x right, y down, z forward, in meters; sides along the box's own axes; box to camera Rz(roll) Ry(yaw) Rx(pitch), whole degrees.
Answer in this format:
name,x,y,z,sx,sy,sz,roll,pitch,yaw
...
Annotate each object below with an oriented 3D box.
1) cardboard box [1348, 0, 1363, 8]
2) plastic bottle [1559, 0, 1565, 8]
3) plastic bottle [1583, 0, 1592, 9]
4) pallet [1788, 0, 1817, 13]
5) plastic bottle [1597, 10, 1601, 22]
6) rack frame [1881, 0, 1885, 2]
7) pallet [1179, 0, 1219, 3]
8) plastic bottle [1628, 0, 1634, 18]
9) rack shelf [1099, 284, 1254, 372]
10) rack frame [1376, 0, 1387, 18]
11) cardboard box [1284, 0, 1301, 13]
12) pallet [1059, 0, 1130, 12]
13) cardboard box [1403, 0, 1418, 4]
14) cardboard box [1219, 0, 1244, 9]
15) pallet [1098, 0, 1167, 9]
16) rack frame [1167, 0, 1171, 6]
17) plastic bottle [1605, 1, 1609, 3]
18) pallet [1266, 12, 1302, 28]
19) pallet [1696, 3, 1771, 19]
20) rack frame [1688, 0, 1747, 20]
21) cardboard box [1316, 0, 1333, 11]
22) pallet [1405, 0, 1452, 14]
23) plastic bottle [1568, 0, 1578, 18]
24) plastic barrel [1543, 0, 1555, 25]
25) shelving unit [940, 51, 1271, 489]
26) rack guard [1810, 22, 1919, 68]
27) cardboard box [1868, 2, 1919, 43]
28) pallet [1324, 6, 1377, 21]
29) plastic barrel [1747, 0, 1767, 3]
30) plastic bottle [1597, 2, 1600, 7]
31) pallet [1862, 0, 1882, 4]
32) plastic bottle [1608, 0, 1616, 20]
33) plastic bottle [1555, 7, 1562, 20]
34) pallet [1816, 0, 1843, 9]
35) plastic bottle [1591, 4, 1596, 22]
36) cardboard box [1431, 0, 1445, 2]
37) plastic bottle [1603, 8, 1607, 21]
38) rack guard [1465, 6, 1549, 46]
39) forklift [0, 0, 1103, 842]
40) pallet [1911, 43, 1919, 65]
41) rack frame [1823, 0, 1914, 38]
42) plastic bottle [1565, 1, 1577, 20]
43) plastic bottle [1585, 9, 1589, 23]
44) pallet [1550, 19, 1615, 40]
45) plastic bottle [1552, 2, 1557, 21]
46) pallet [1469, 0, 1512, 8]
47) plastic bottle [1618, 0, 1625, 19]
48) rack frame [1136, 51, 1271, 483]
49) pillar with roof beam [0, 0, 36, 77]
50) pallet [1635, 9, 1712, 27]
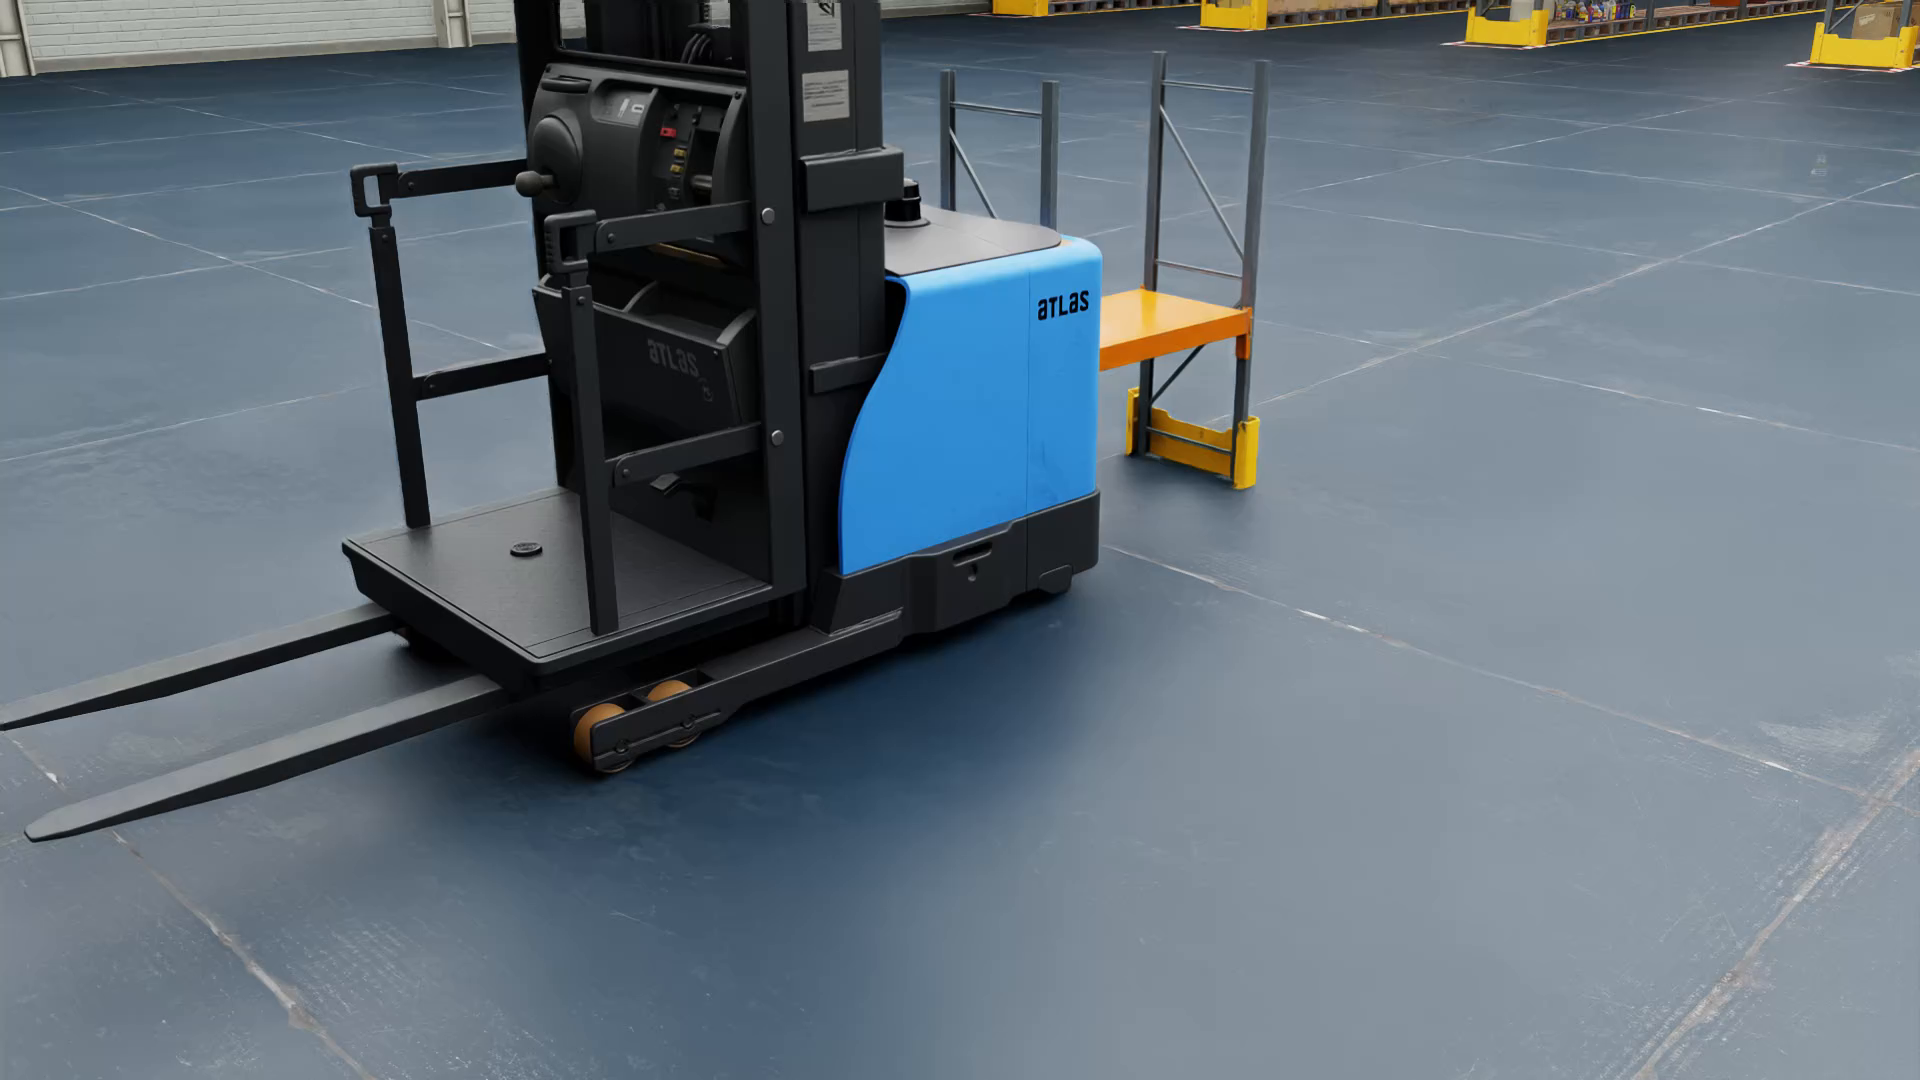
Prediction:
name,x,y,z,sx,sy,sz,roll,pitch,yaw
cardboard box,6.908,-9.734,29.967,0.500,0.250,0.500,19,28,41
plastic bottle,9.689,-8.589,26.818,0.144,0.351,0.185,19,28,40
plastic bottle,10.220,-8.710,27.135,0.144,0.351,0.185,19,28,41
pallet,15.990,-10.448,32.463,1.003,0.211,1.213,19,28,41
plastic bottle,10.053,-8.280,26.222,0.097,0.201,0.097,0,21,0
rack frame,19.349,-12.966,35.127,1.000,3.000,0.127,19,28,41
pallet,5.272,-11.575,35.395,1.003,0.211,1.213,19,28,41
plastic bottle,10.878,-8.612,26.974,0.133,0.283,0.061,-18,28,-39
rack shelf,0.490,-0.681,5.756,1.000,0.185,0.538,-18,28,-39
rack frame,7.431,-11.122,30.330,1.000,3.000,0.127,19,28,41
cardboard box,5.520,-9.218,28.623,0.500,0.250,0.500,19,28,41
pallet,2.585,-10.563,32.761,1.003,0.211,1.213,19,28,41
cardboard box,8.247,-10.207,31.197,0.500,0.250,0.500,-19,28,-41
cardboard box,4.803,-9.218,28.624,0.500,0.250,0.500,19,28,41
pallet,3.436,-10.878,33.581,1.003,0.211,1.213,19,28,41
rack frame,3.879,-12.361,33.553,1.000,3.000,0.127,19,28,41
plastic bottle,10.477,-8.559,26.844,0.152,0.276,0.135,19,28,41
pallet,5.144,-8.999,28.694,1.003,0.211,1.213,19,28,41
pallet,14.288,-9.821,30.832,1.003,0.211,1.213,19,28,41
rack frame,13.768,-10.909,29.777,1.000,3.000,0.127,19,28,41
cardboard box,6.222,-9.474,29.288,0.500,0.250,0.500,19,28,41
pallet,8.768,-10.335,32.168,1.003,0.211,1.213,19,28,41
plastic bottle,9.985,-8.698,27.102,0.144,0.351,0.185,18,27,38
plastic barrel,8.941,-8.205,25.623,0.421,0.512,0.421,0,21,0
shelving unit,0.497,-0.851,5.697,1.083,1.500,0.587,-18,28,-39
rack guard,11.789,-6.466,21.701,1.175,0.500,0.348,19,28,41
cardboard box,12.576,-6.961,22.403,0.500,0.500,0.500,-12,24,-28
pallet,6.846,-9.626,30.325,1.003,0.211,1.213,19,28,41
plastic barrel,14.885,-10.400,31.228,0.600,0.588,0.708,19,28,41
plastic bottle,10.182,-8.434,26.510,0.061,0.283,0.133,19,28,41
pallet,18.745,-11.462,35.101,1.003,0.211,1.213,19,28,41
plastic bottle,10.375,-8.480,26.535,0.144,0.351,0.185,19,28,40
plastic bottle,9.549,-8.401,26.538,0.097,0.201,0.097,0,21,0
pallet,17.043,-10.835,33.469,1.003,0.211,1.213,19,28,41
plastic bottle,9.914,-8.261,26.076,0.097,0.271,0.097,0,21,0
cardboard box,8.962,-10.472,31.885,0.500,0.250,0.500,-20,28,-41
plastic bottle,10.196,-8.332,26.359,0.097,0.201,0.097,0,21,0
rack guard,8.206,-7.718,24.957,1.175,0.500,0.348,19,28,41
forklift,-0.993,-1.007,4.108,3.031,2.935,1.130,-18,28,-39
pallet,12.381,-6.531,22.273,1.003,0.211,1.213,19,28,41
rack frame,11.736,-7.613,21.201,1.000,3.000,0.127,19,28,41
plastic bottle,9.812,-8.523,26.752,0.152,0.276,0.135,19,28,41
plastic bottle,9.747,-8.167,25.929,0.097,0.201,0.097,0,21,0
pallet,9.628,-8.102,26.360,1.003,0.211,1.213,19,28,41
plastic bottle,9.426,-8.404,26.431,0.061,0.283,0.133,19,28,41
pallet,10.769,-11.031,33.980,1.003,0.211,1.213,19,28,41
plastic bottle,10.601,-8.563,26.751,0.144,0.351,0.185,18,27,38
rack frame,0.864,-0.972,6.013,0.032,1.500,0.500,-18,28,-39
pillar with roof beam,-8.515,-8.825,15.992,9.100,9.000,0.400,19,28,41
pallet,12.349,-9.106,28.972,1.003,0.211,1.213,19,28,41
